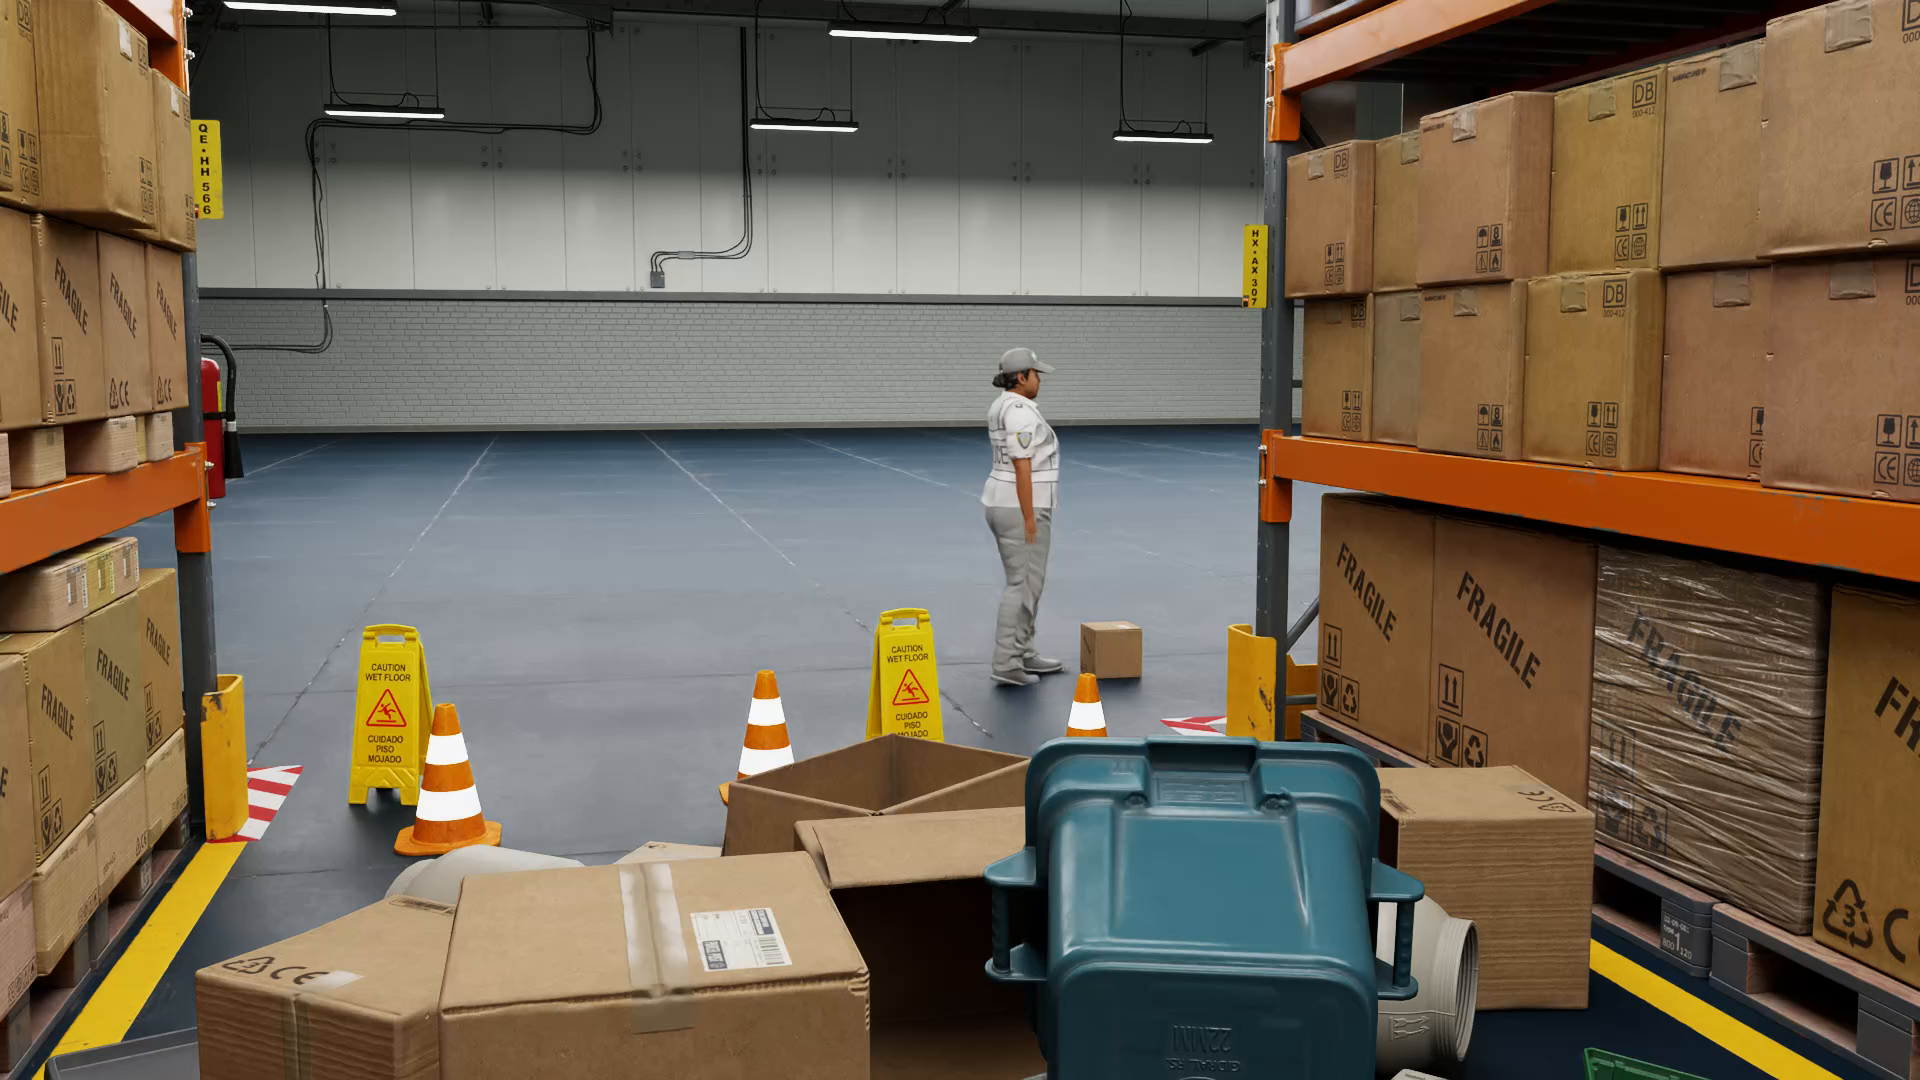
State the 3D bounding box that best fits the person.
[{"bbox_3d":[0.334,-0.116,8.354,0.445,1.687,0.479,-1,6,-12],"label":"person"}]
